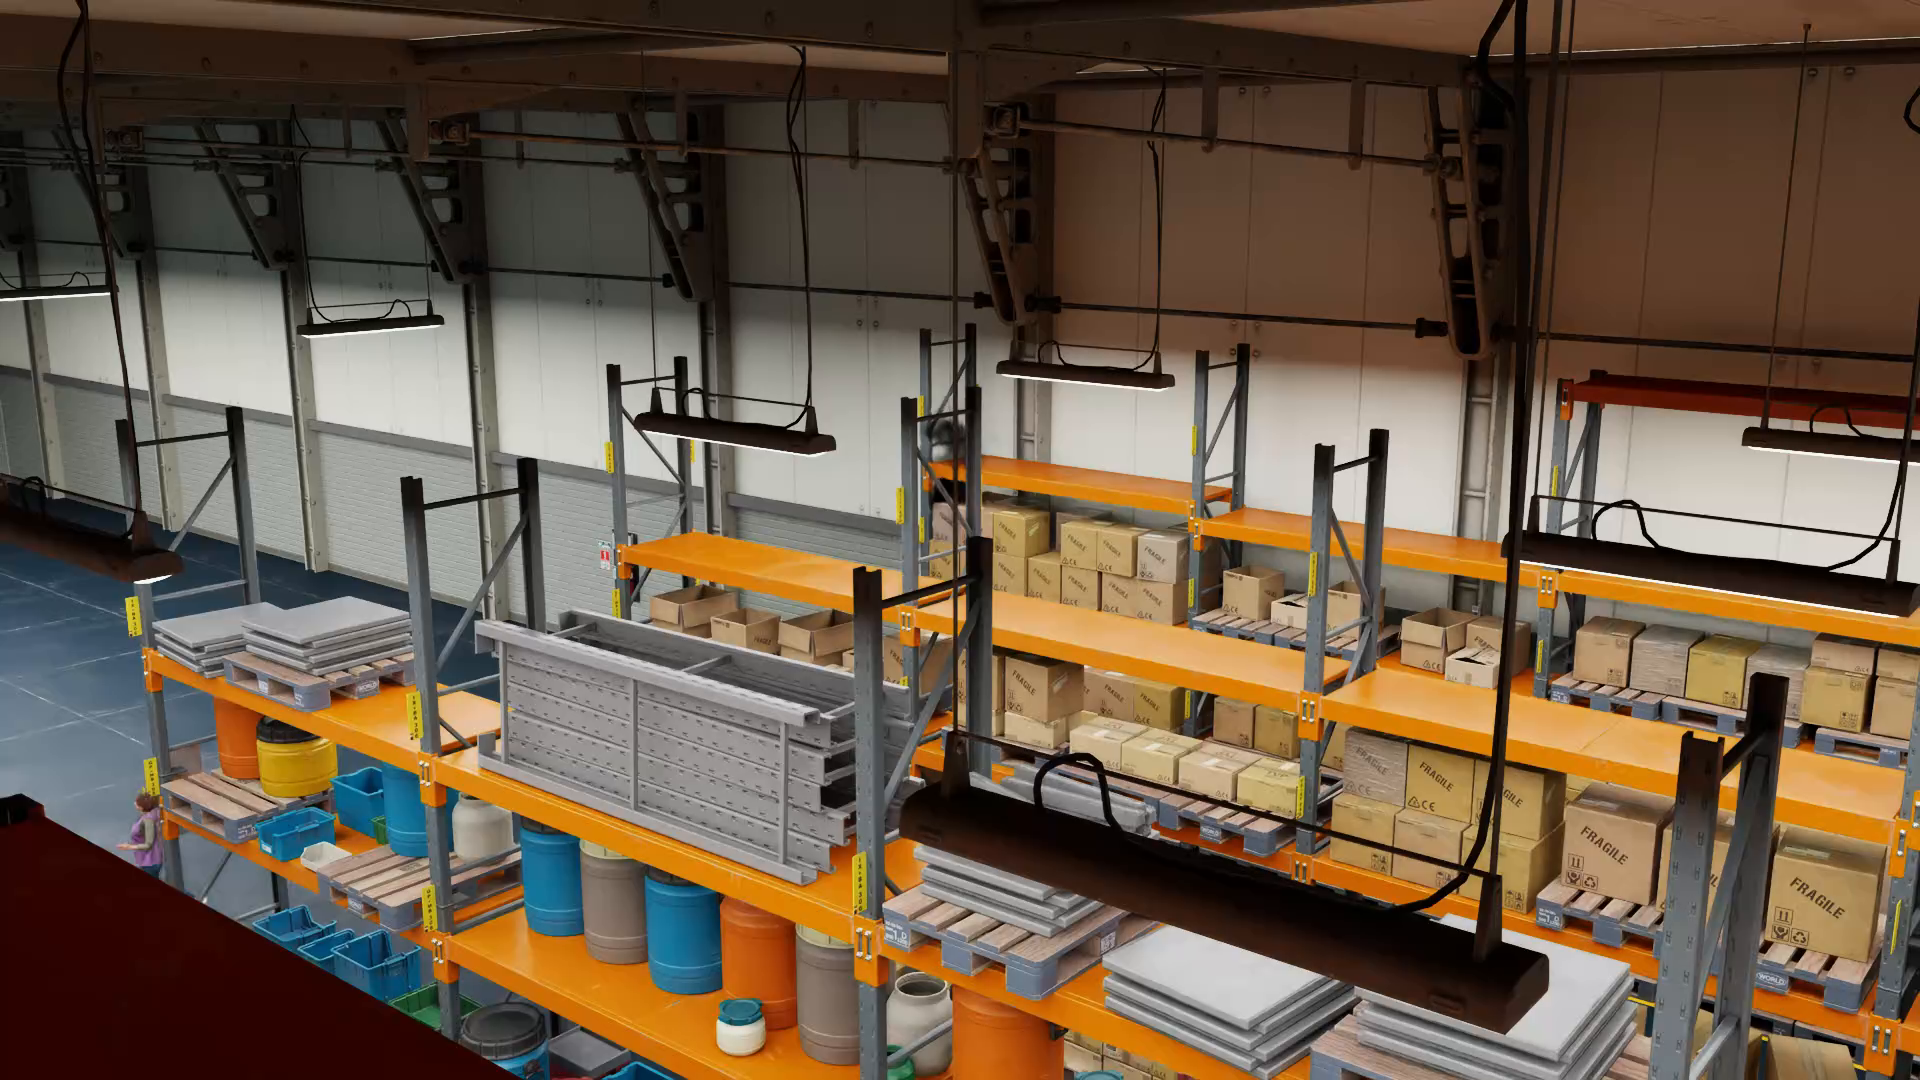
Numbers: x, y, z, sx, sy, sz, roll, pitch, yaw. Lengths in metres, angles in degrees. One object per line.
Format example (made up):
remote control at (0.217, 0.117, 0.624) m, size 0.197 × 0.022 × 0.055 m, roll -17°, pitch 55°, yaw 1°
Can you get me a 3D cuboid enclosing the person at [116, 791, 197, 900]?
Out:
person at (-8.551, 3.404, 17.646) m, size 0.792 × 1.553 × 0.548 m, roll -5°, pitch 14°, yaw -21°
